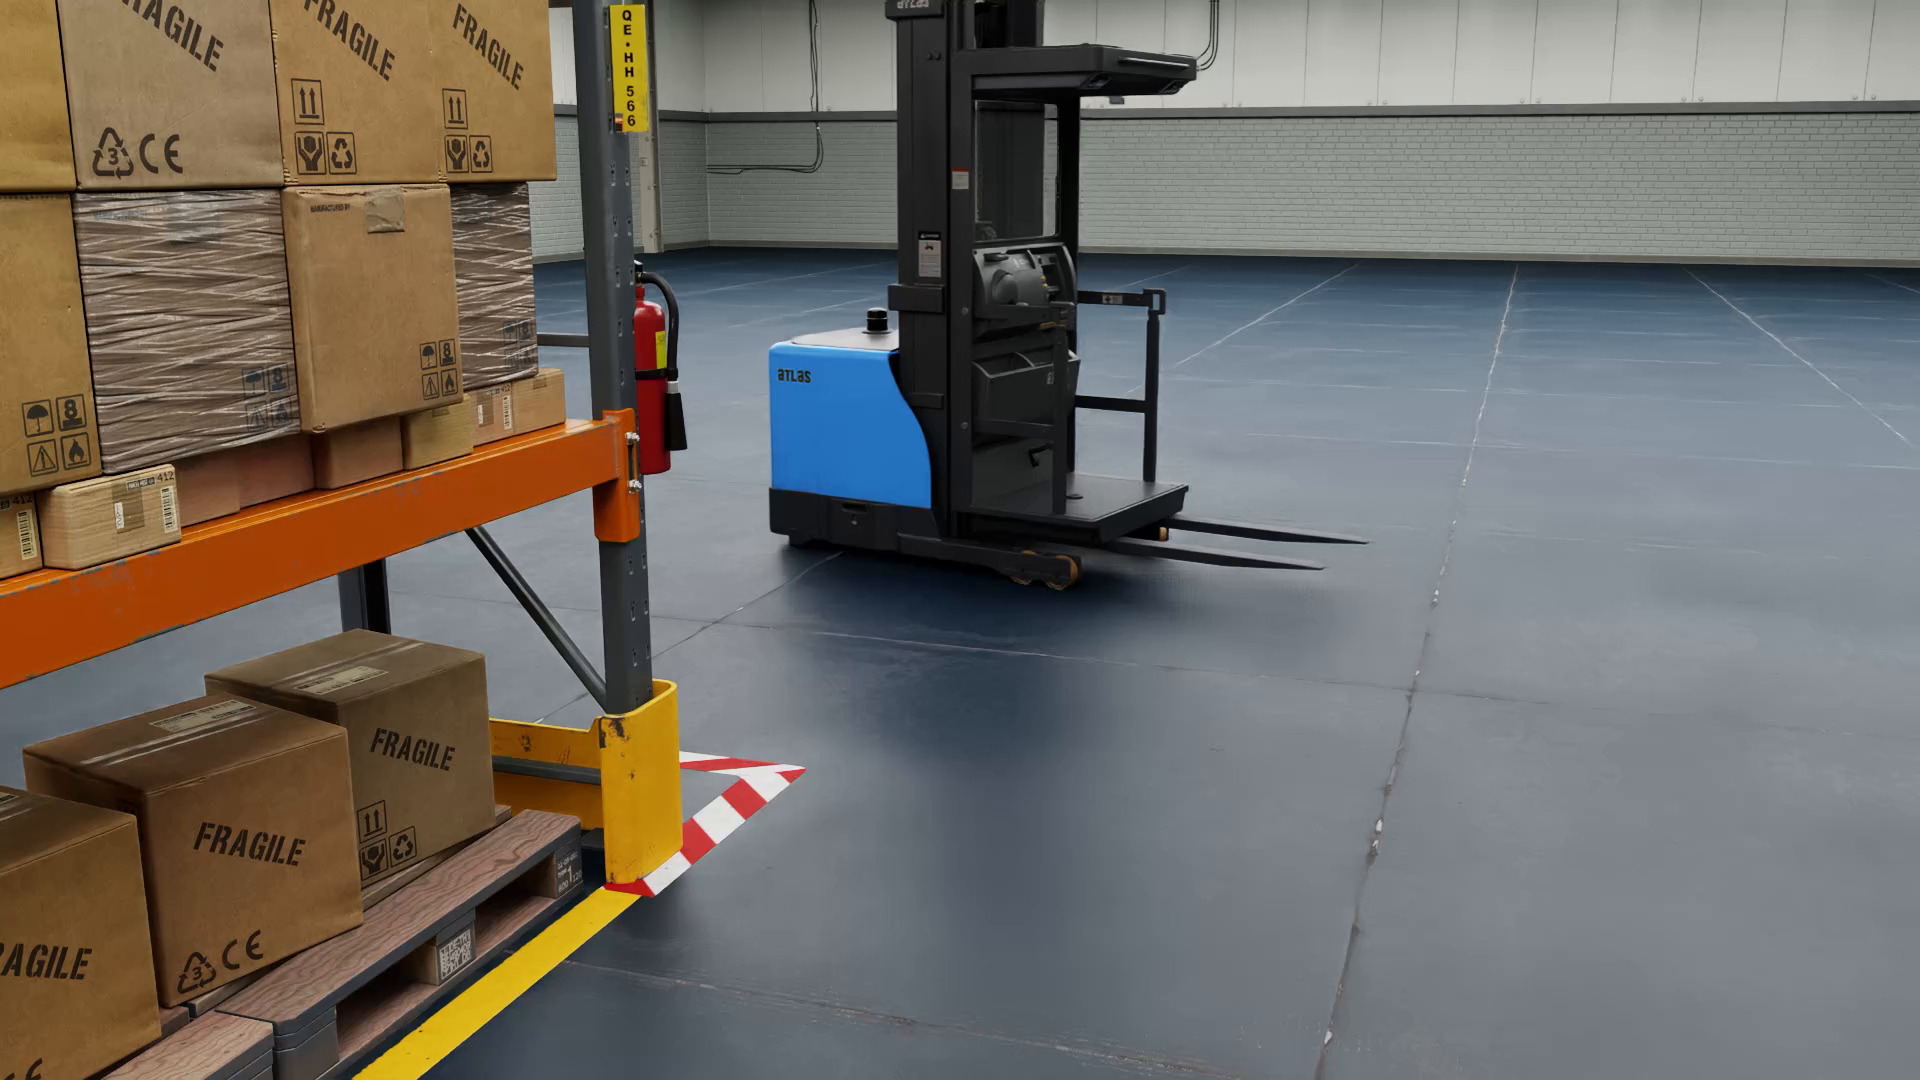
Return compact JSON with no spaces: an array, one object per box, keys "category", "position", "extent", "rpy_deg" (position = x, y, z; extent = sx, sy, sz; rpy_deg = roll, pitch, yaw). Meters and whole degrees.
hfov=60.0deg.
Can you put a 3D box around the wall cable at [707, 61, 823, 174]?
[{"category":"wall cable","position":[-4.638,-9.818,38.758],"extent":[3.097,2.526,0.112],"rpy_deg":[4,14,18]}]

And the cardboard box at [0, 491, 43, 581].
[{"category":"cardboard box","position":[-1.825,-0.009,2.849],"extent":[0.380,0.149,0.250],"rpy_deg":[4,14,18]}]

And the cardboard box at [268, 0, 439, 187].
[{"category":"cardboard box","position":[-1.496,-1.019,3.571],"extent":[0.500,0.500,0.500],"rpy_deg":[4,14,18]}]

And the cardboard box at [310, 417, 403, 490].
[{"category":"cardboard box","position":[-1.502,-0.219,3.772],"extent":[0.380,0.149,0.250],"rpy_deg":[4,14,18]}]

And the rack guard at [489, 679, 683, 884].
[{"category":"rack guard","position":[-1.420,0.658,4.983],"extent":[1.175,0.500,0.348],"rpy_deg":[4,14,18]}]

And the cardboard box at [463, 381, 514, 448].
[{"category":"cardboard box","position":[-1.374,-0.327,4.244],"extent":[0.380,0.149,0.250],"rpy_deg":[4,14,18]}]

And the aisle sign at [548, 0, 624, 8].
[{"category":"aisle sign","position":[-1.092,-1.836,4.448],"extent":[0.394,0.787,0.004],"rpy_deg":[4,14,18]}]

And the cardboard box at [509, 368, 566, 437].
[{"category":"cardboard box","position":[-1.293,-0.380,4.475],"extent":[0.380,0.149,0.250],"rpy_deg":[4,14,18]}]

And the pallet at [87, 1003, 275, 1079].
[{"category":"pallet","position":[-2.113,1.223,3.155],"extent":[1.003,0.211,1.213],"rpy_deg":[4,14,18]}]

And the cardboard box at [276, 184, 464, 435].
[{"category":"cardboard box","position":[-1.648,-0.543,3.733],"extent":[0.875,0.500,0.500],"rpy_deg":[4,14,18]}]

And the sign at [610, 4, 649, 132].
[{"category":"sign","position":[-0.877,-1.251,4.417],"extent":[0.100,0.325,0.005],"rpy_deg":[4,14,18]}]

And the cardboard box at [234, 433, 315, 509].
[{"category":"cardboard box","position":[-1.622,-0.169,3.554],"extent":[0.380,0.149,0.250],"rpy_deg":[4,14,18]}]

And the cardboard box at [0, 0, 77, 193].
[{"category":"cardboard box","position":[-1.830,-0.809,2.652],"extent":[0.500,0.500,0.500],"rpy_deg":[4,14,18]}]

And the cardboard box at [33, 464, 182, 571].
[{"category":"cardboard box","position":[-1.679,-0.056,3.058],"extent":[0.380,0.149,0.250],"rpy_deg":[4,14,18]}]

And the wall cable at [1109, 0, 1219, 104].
[{"category":"wall cable","position":[4.340,-12.303,35.025],"extent":[2.305,6.003,0.169],"rpy_deg":[4,14,18]}]

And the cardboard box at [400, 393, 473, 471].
[{"category":"cardboard box","position":[-1.406,-0.271,3.997],"extent":[0.380,0.149,0.250],"rpy_deg":[4,14,18]}]

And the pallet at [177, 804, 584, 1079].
[{"category":"pallet","position":[-1.717,0.967,4.277],"extent":[1.003,0.211,1.213],"rpy_deg":[4,14,18]}]

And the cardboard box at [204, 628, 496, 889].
[{"category":"cardboard box","position":[-1.614,0.567,4.435],"extent":[0.500,0.500,0.500],"rpy_deg":[7,15,29]}]

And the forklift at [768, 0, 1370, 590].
[{"category":"forklift","position":[0.506,-1.325,8.205],"extent":[3.031,2.935,1.130],"rpy_deg":[8,15,31]}]

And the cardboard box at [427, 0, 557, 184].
[{"category":"cardboard box","position":[-1.340,-1.125,4.034],"extent":[0.500,0.500,0.500],"rpy_deg":[4,14,18]}]

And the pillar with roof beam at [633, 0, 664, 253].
[{"category":"pillar with roof beam","position":[-2.769,-10.497,34.754],"extent":[9.100,9.000,0.400],"rpy_deg":[4,14,18]}]

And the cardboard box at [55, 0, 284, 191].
[{"category":"cardboard box","position":[-1.660,-0.914,3.110],"extent":[0.500,0.500,0.500],"rpy_deg":[4,14,18]}]

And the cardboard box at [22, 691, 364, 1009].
[{"category":"cardboard box","position":[-1.775,0.696,3.873],"extent":[0.500,0.500,0.500],"rpy_deg":[9,15,33]}]

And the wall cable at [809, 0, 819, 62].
[{"category":"wall cable","position":[-2.078,-12.085,37.343],"extent":[3.097,2.526,0.112],"rpy_deg":[4,14,18]}]

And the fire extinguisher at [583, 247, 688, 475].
[{"category":"fire extinguisher","position":[-0.923,-0.530,4.743],"extent":[0.296,0.674,0.183],"rpy_deg":[4,14,18]}]

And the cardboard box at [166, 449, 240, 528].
[{"category":"cardboard box","position":[-1.682,-0.115,3.316],"extent":[0.380,0.149,0.250],"rpy_deg":[4,14,18]}]

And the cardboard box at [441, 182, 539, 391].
[{"category":"cardboard box","position":[-1.600,-0.657,4.232],"extent":[0.875,0.500,0.500],"rpy_deg":[4,14,18]}]

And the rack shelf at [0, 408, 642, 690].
[{"category":"rack shelf","position":[-2.043,0.195,3.010],"extent":[1.077,0.370,4.000],"rpy_deg":[4,14,18]}]

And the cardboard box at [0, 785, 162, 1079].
[{"category":"cardboard box","position":[-1.995,0.826,3.302],"extent":[0.500,0.500,0.500],"rpy_deg":[6,14,24]}]

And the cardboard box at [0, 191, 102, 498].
[{"category":"cardboard box","position":[-2.023,-0.336,2.827],"extent":[0.875,0.500,0.500],"rpy_deg":[4,14,18]}]

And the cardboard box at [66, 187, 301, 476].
[{"category":"cardboard box","position":[-1.851,-0.441,3.285],"extent":[0.875,0.500,0.500],"rpy_deg":[4,14,18]}]

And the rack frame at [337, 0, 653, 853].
[{"category":"rack frame","position":[-1.396,-0.577,4.775],"extent":[1.000,3.000,0.127],"rpy_deg":[4,14,18]}]
